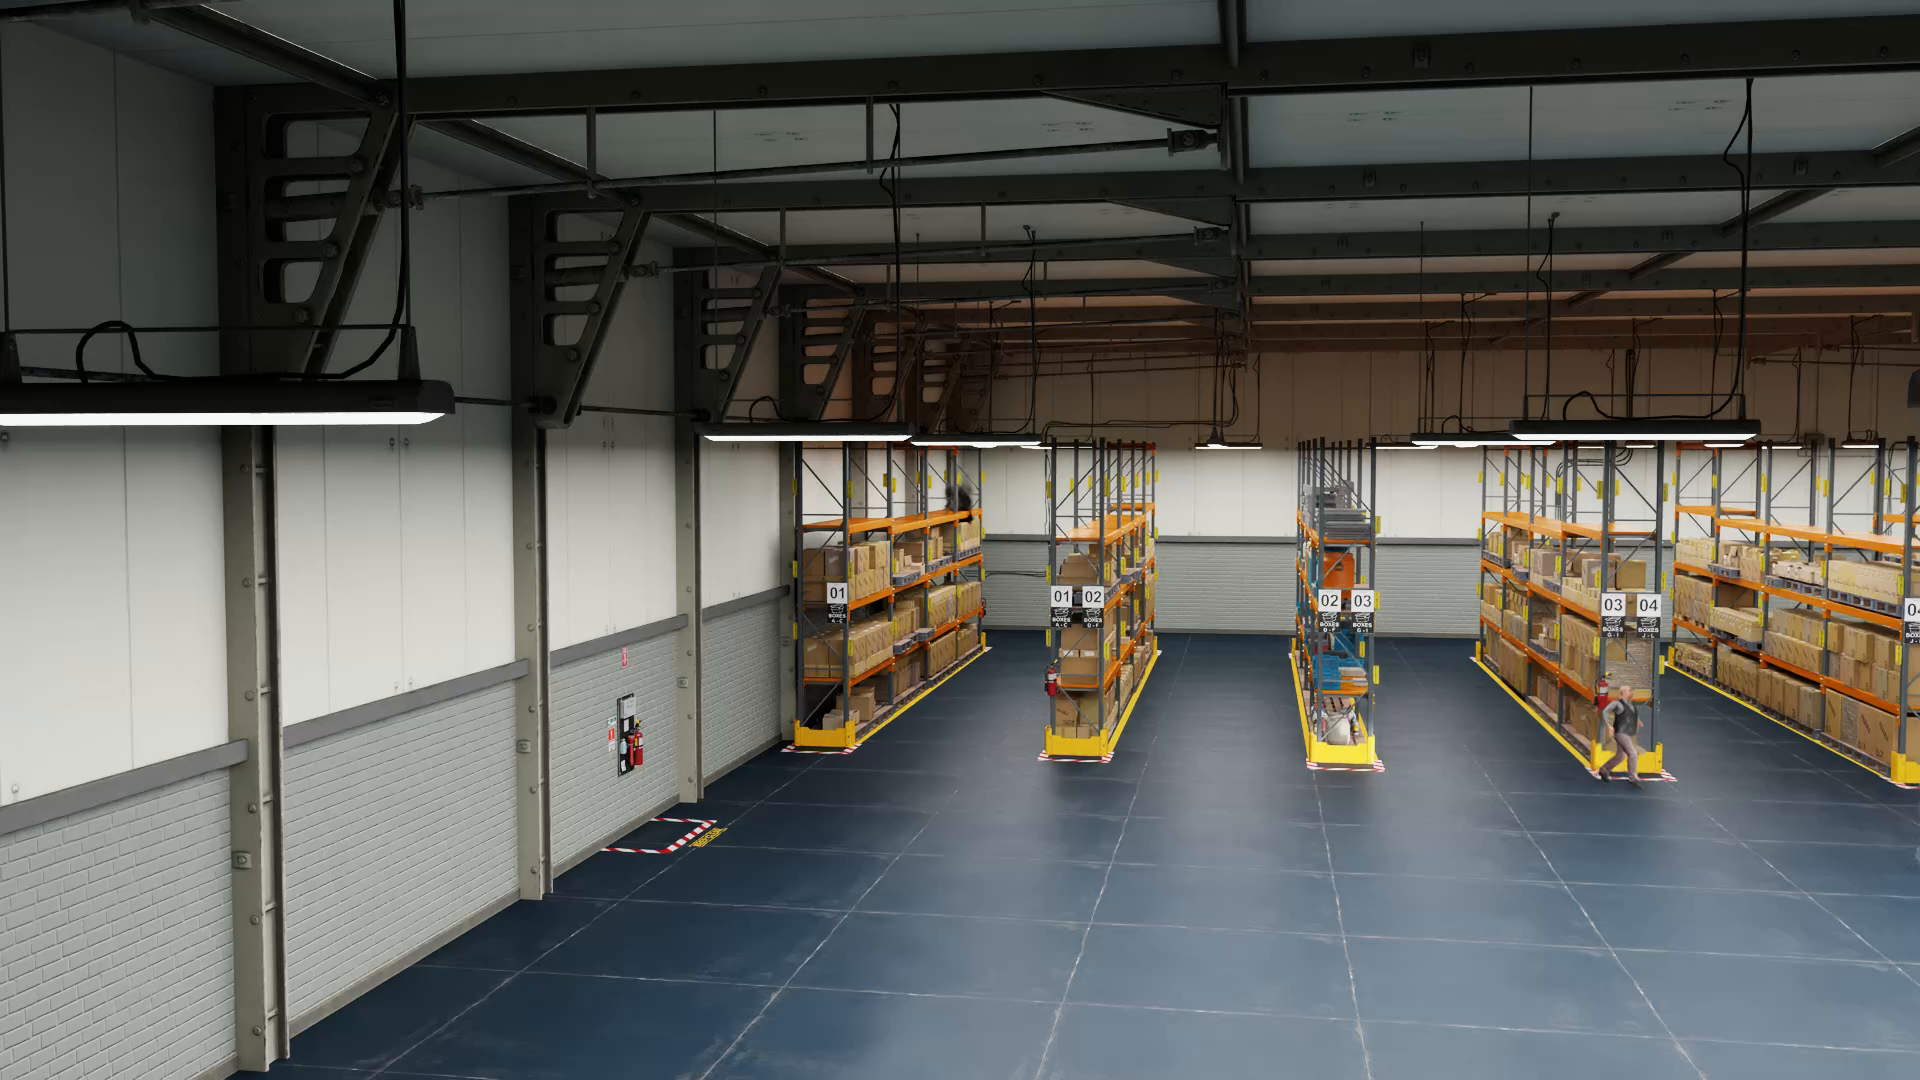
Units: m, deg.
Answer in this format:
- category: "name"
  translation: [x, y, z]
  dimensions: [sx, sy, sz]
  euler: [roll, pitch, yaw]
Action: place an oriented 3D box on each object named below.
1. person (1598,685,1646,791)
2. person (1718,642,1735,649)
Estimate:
- category: "person"
  translation: [11.410, 3.351, 28.457]
  dimensions: [0.650, 1.708, 0.892]
  euler: [-2, 4, -40]
- category: "person"
  translation: [20.939, 2.465, 45.483]
  dimensions: [0.694, 1.755, 0.630]
  euler: [-1, 3, -12]
